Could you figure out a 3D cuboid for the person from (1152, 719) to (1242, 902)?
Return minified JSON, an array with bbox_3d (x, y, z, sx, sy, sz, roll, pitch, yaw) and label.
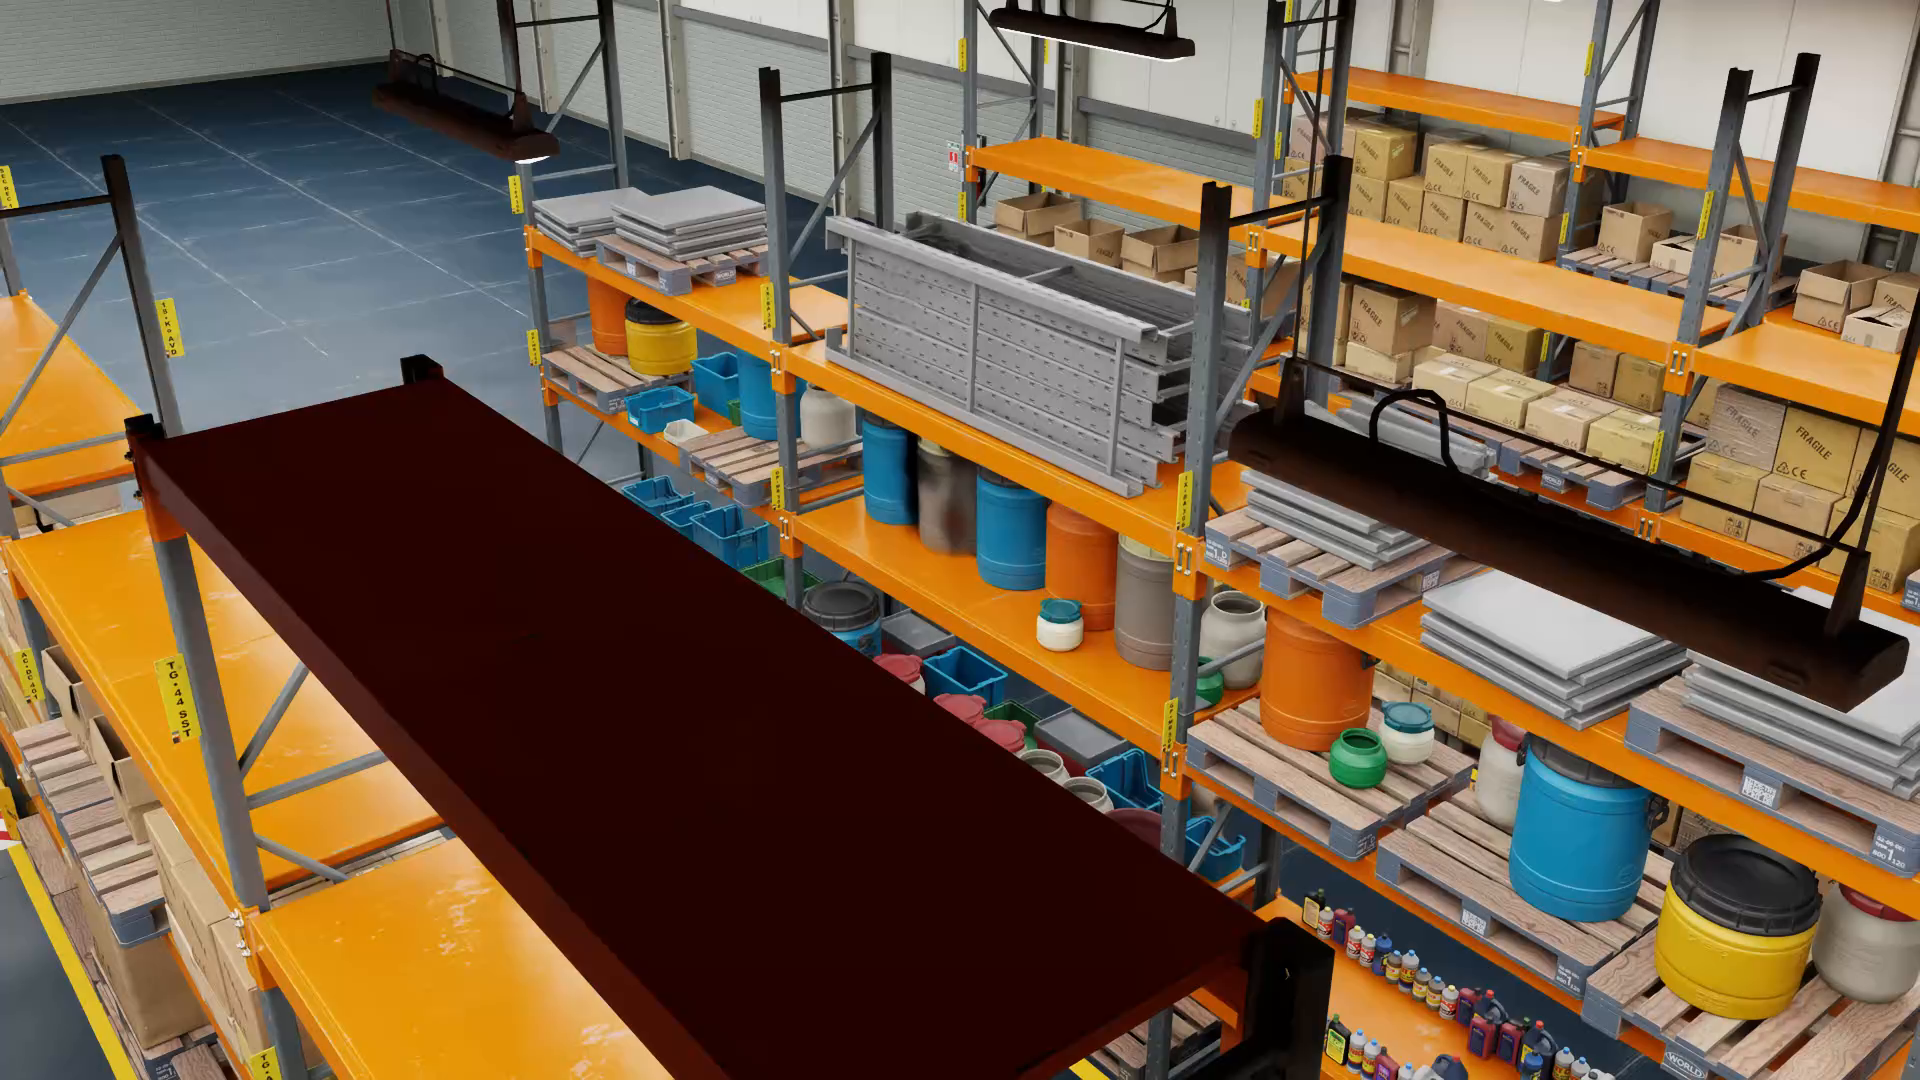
[{"bbox_3d":[1.857,1.927,12.613,0.671,1.498,1.155,-9,27,-19],"label":"person"}]
